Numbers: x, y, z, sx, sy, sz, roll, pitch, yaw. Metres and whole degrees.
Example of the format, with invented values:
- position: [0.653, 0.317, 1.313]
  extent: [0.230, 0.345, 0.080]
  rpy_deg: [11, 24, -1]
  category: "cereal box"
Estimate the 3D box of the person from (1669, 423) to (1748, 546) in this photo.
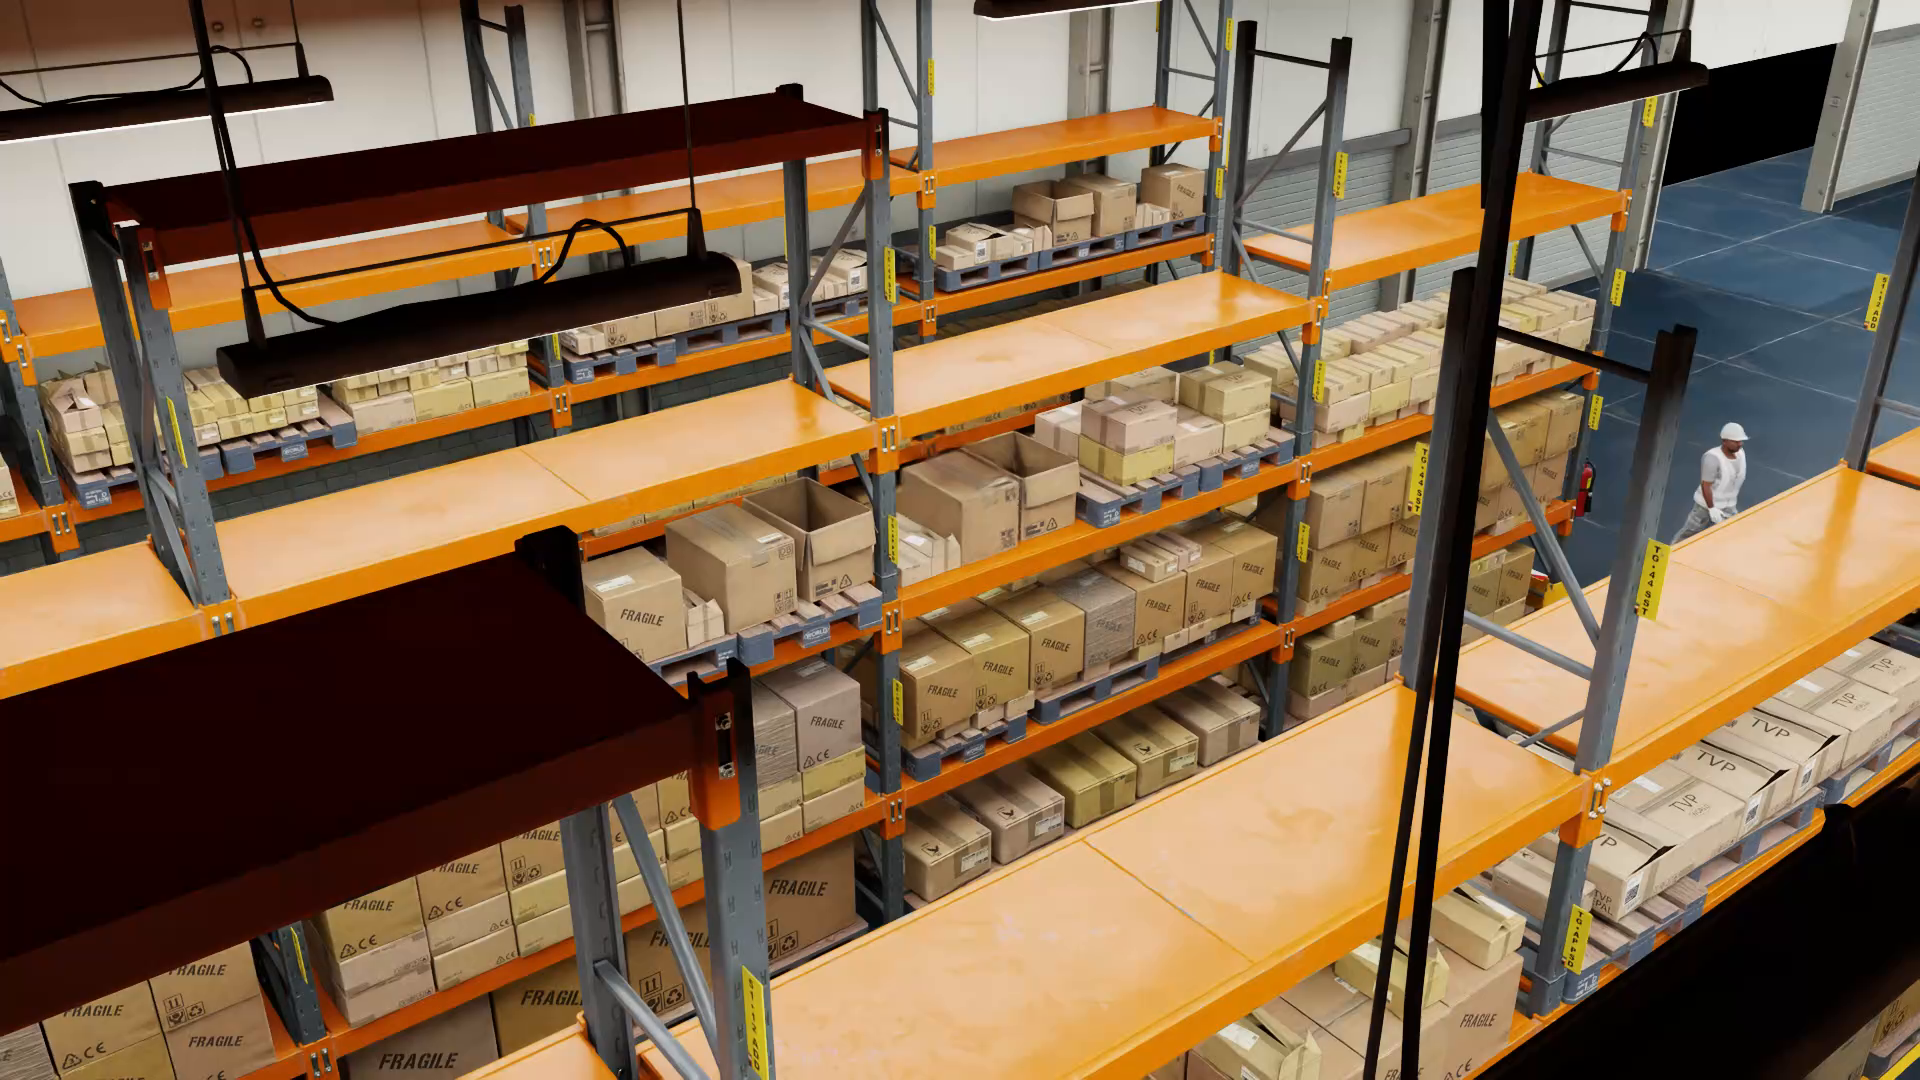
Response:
- position: [7.723, -0.343, 16.796]
  extent: [0.556, 1.718, 1.062]
  rpy_deg: [-10, 28, -20]
  category: "person"
